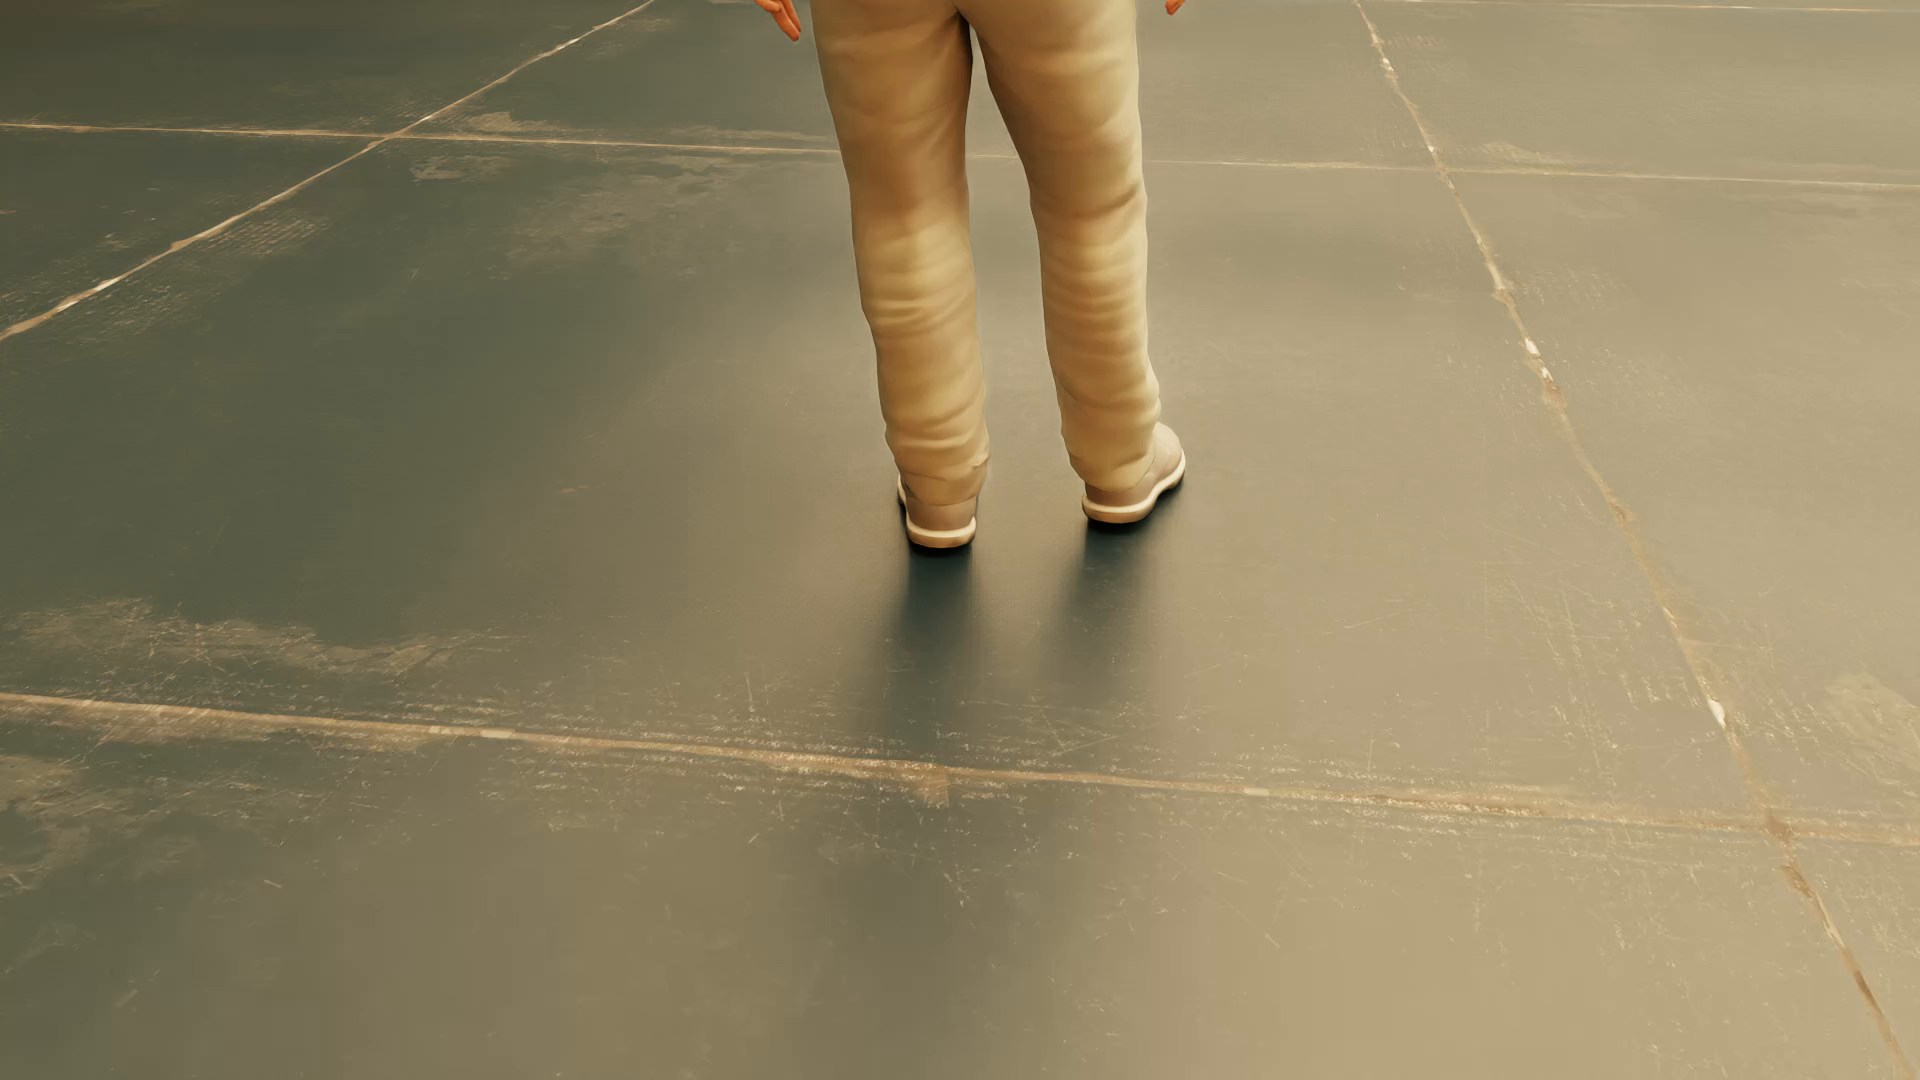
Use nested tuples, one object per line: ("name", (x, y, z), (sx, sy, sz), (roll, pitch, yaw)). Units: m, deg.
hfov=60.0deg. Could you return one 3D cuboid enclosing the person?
("person", (0.022, -0.838, 2.167), (0.641, 1.780, 0.574), (3, 27, 7))
